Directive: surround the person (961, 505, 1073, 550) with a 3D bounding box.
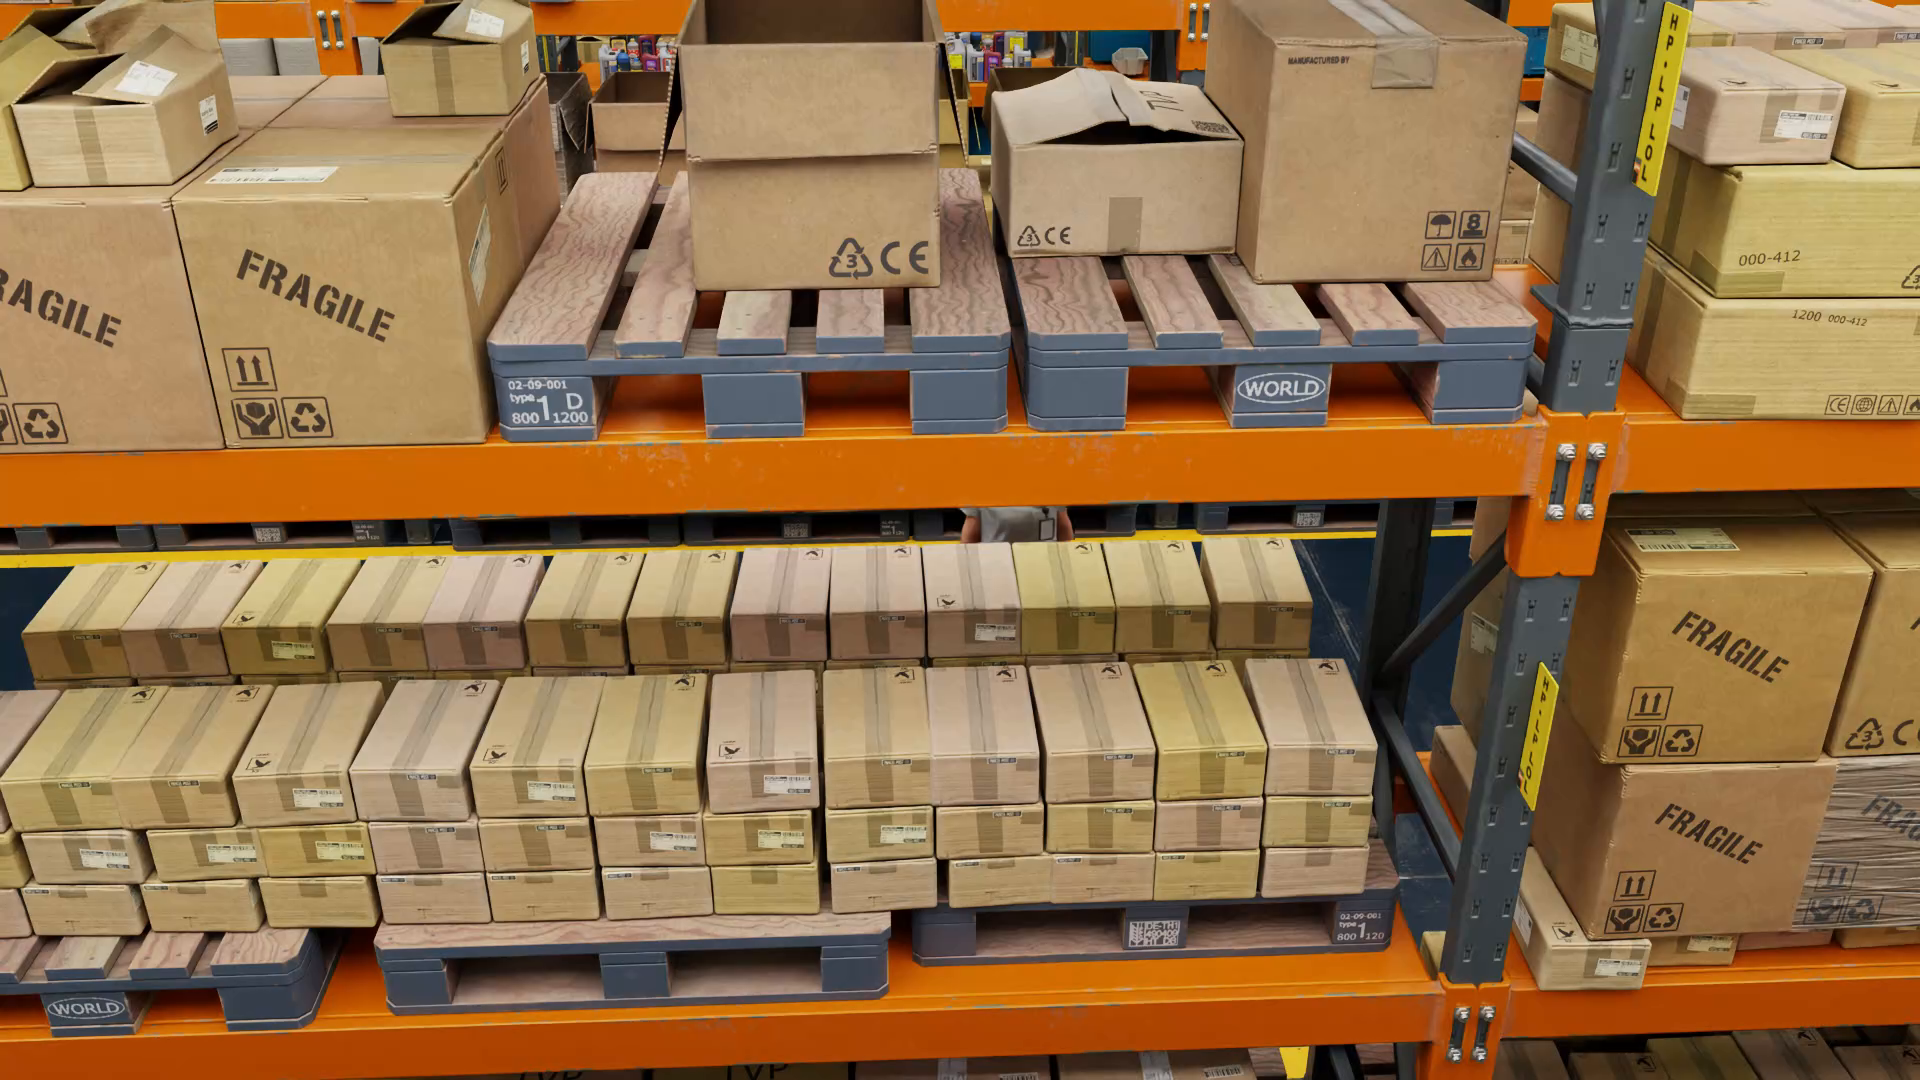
[{"bbox_3d":[0.232,0.181,6.776,0.470,1.664,0.759,-4,28,-7],"label":"person"}]
